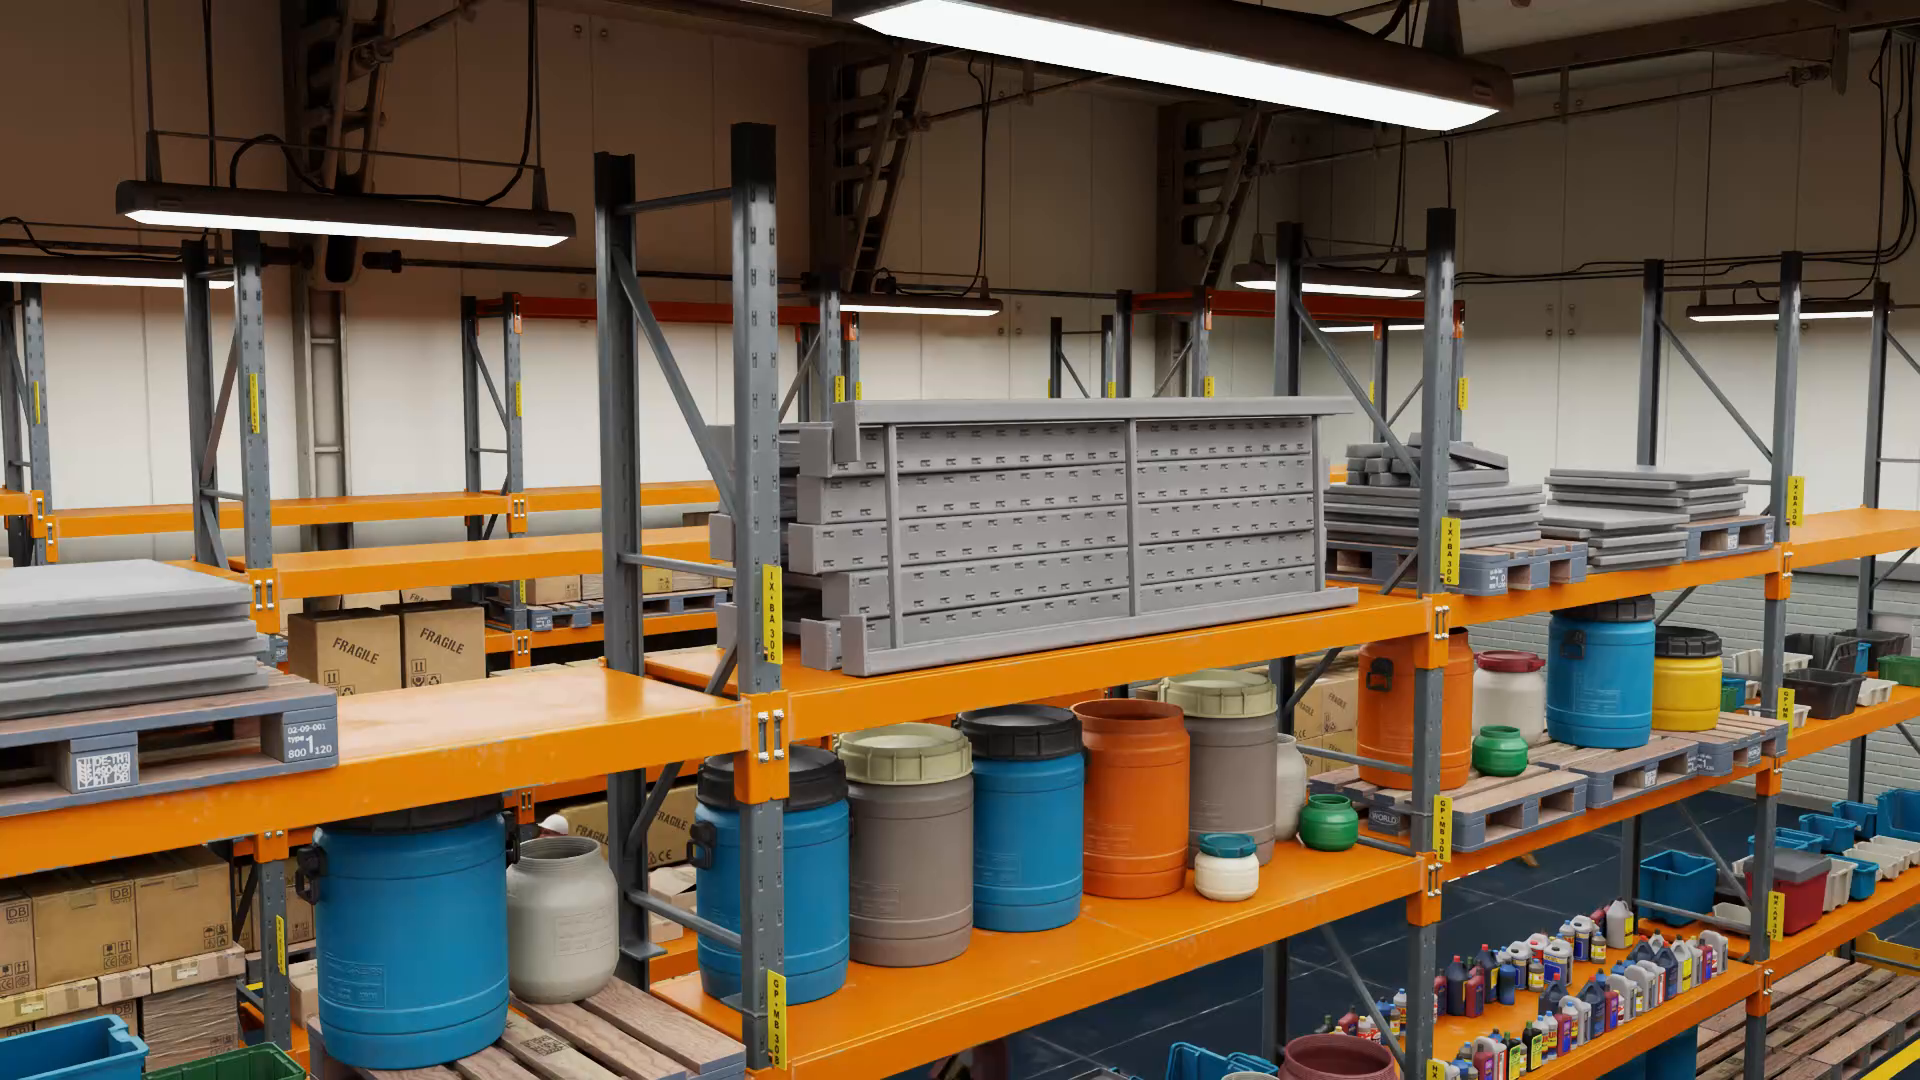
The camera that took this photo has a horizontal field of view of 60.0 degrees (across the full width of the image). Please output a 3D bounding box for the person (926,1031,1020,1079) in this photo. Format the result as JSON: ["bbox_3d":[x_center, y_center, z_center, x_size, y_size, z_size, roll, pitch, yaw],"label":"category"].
[{"bbox_3d":[0.093,3.295,10.571,0.706,1.736,0.701,4,7,38],"label":"person"}]

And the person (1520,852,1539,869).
[{"bbox_3d":[5.833,2.568,18.005,0.686,1.813,0.904,-1,6,-14],"label":"person"}]

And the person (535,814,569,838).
[{"bbox_3d":[-3.198,3.054,13.322,0.670,1.752,0.611,5,8,44],"label":"person"}]
